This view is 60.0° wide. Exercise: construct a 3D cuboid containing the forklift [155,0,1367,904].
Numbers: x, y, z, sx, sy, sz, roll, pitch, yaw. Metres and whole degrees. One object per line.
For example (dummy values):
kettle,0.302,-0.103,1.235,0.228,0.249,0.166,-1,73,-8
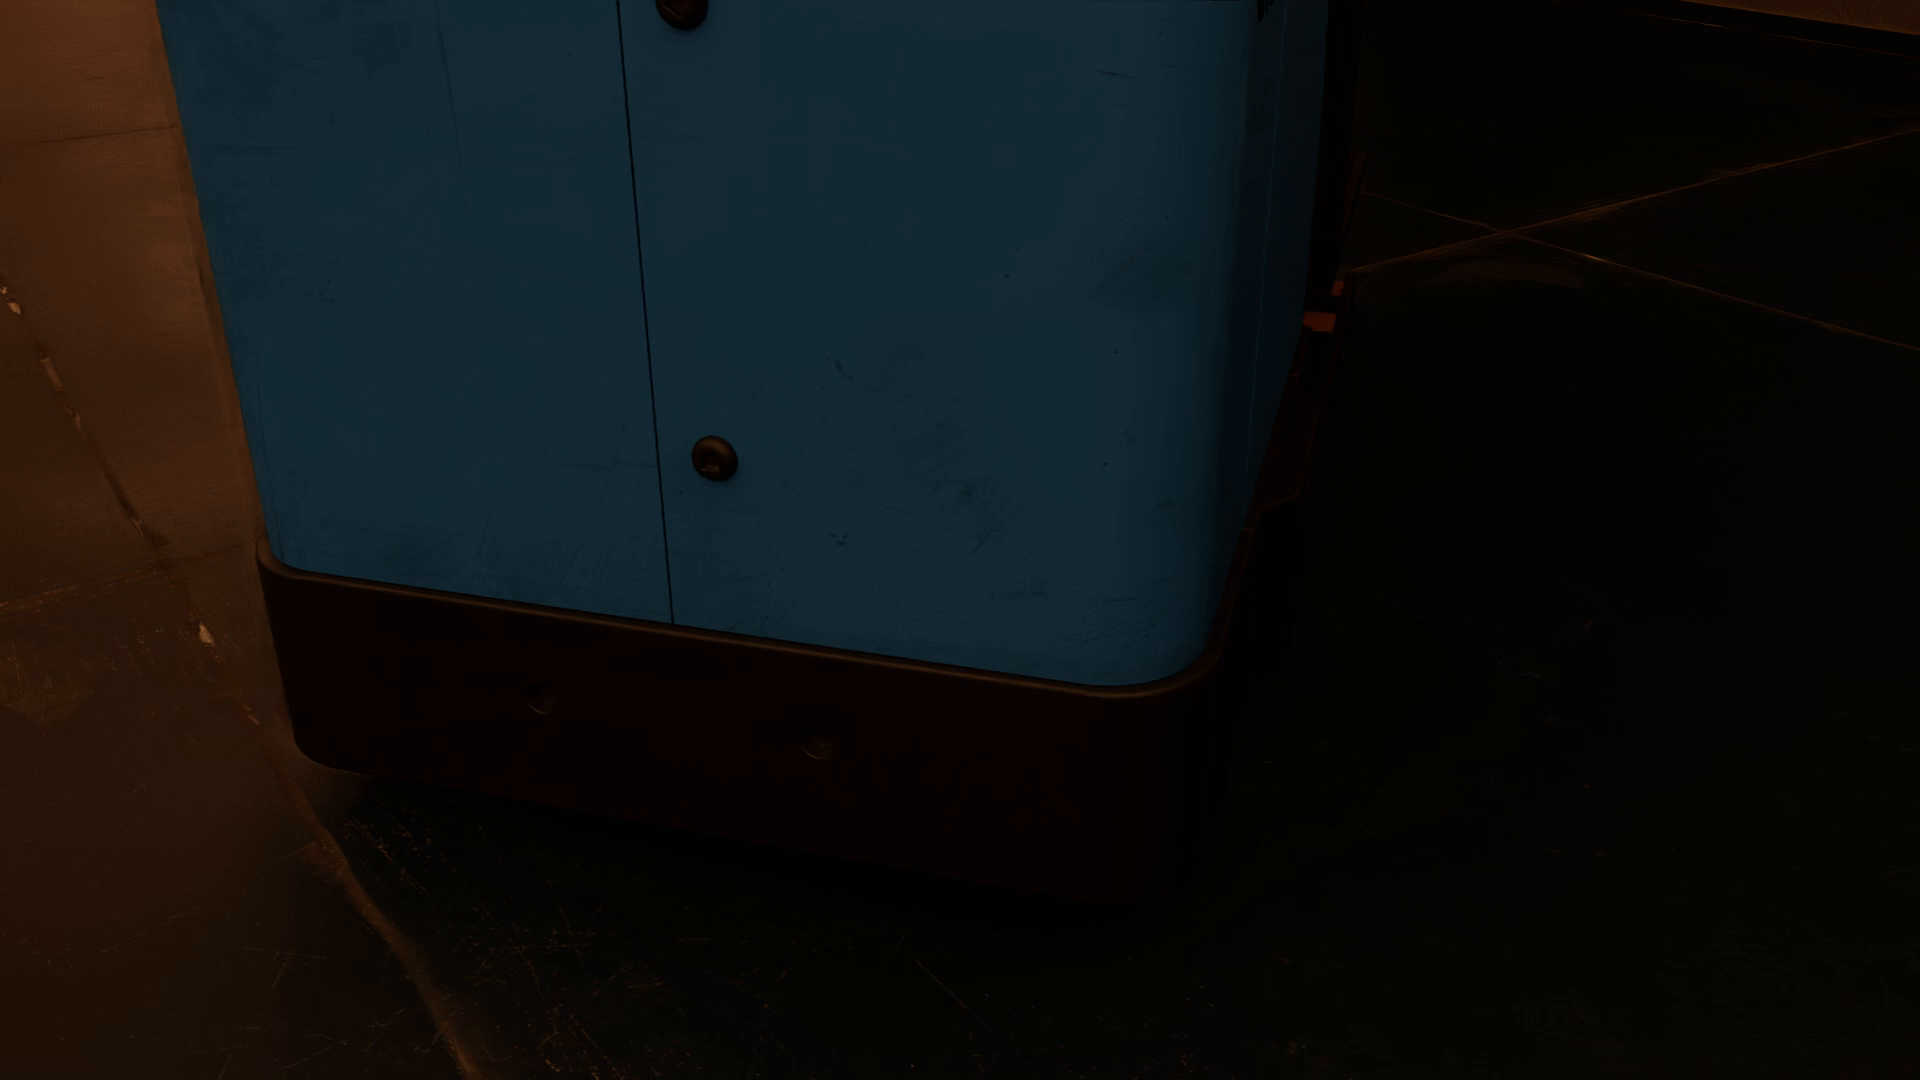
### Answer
forklift,0.127,-1.595,2.411,1.130,2.935,3.031,7,28,14
